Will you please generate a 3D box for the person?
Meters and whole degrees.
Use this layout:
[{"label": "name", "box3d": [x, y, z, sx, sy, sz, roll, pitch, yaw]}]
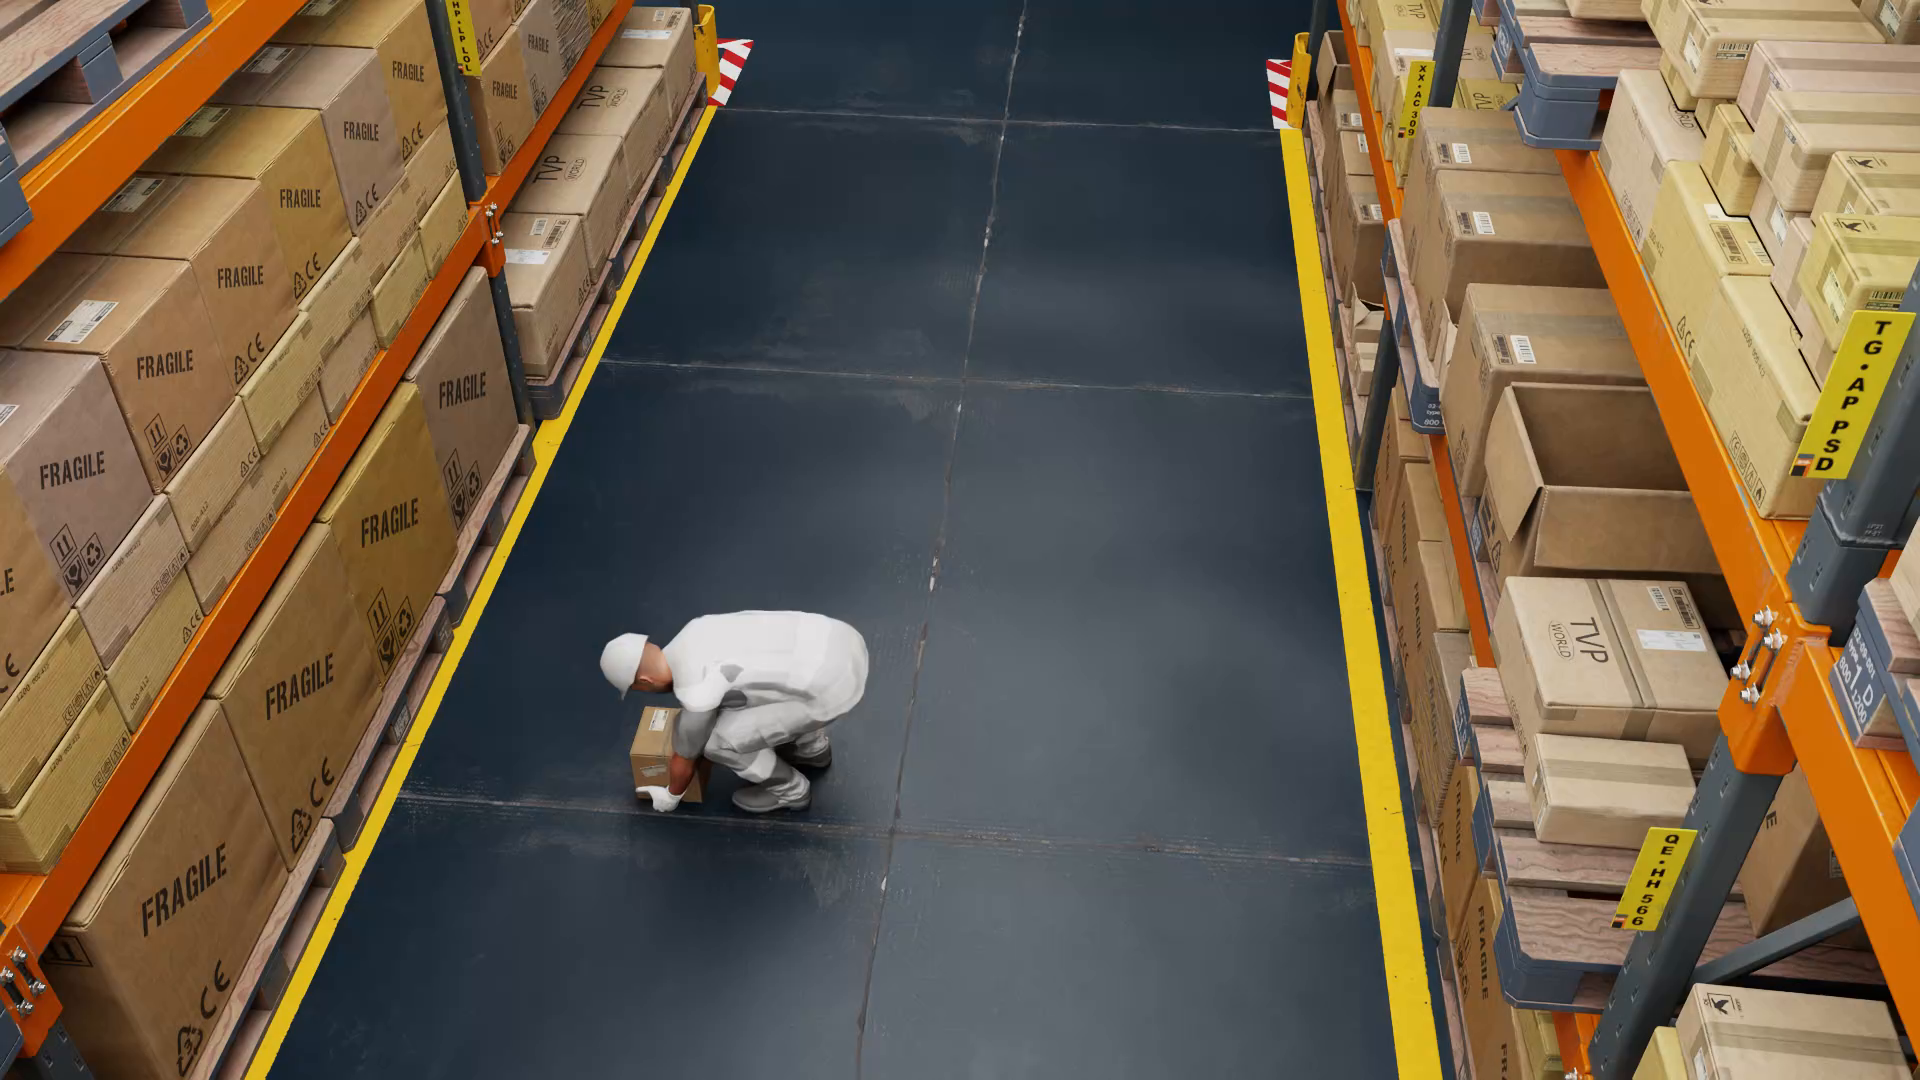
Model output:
[{"label": "person", "box3d": [-0.814, 0.631, 6.175, 0.964, 0.820, 0.523, 2, 40, 3]}]
